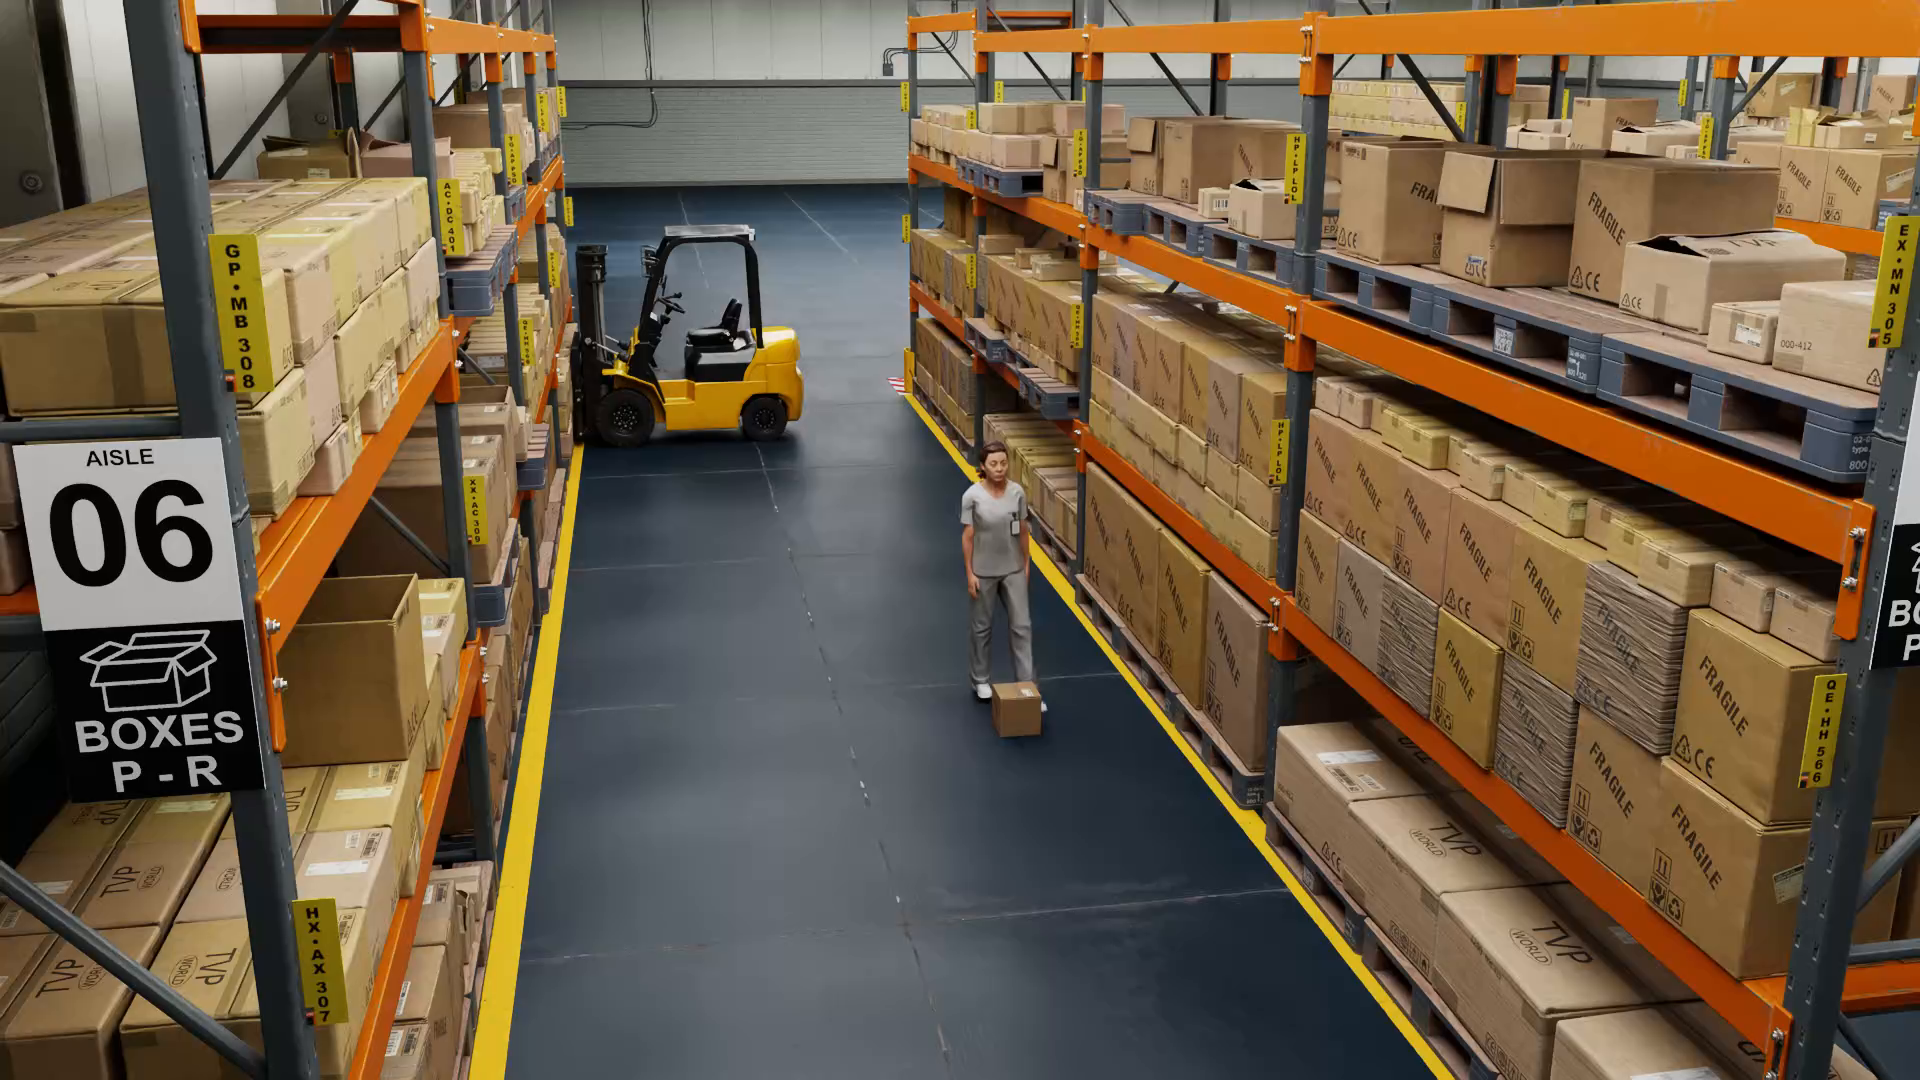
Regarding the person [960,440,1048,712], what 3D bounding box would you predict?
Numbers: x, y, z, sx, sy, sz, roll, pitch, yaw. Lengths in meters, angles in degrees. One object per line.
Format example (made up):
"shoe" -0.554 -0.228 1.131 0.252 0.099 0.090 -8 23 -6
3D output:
"person" 0.251 0.223 10.246 0.462 1.662 0.639 -4 17 -13
